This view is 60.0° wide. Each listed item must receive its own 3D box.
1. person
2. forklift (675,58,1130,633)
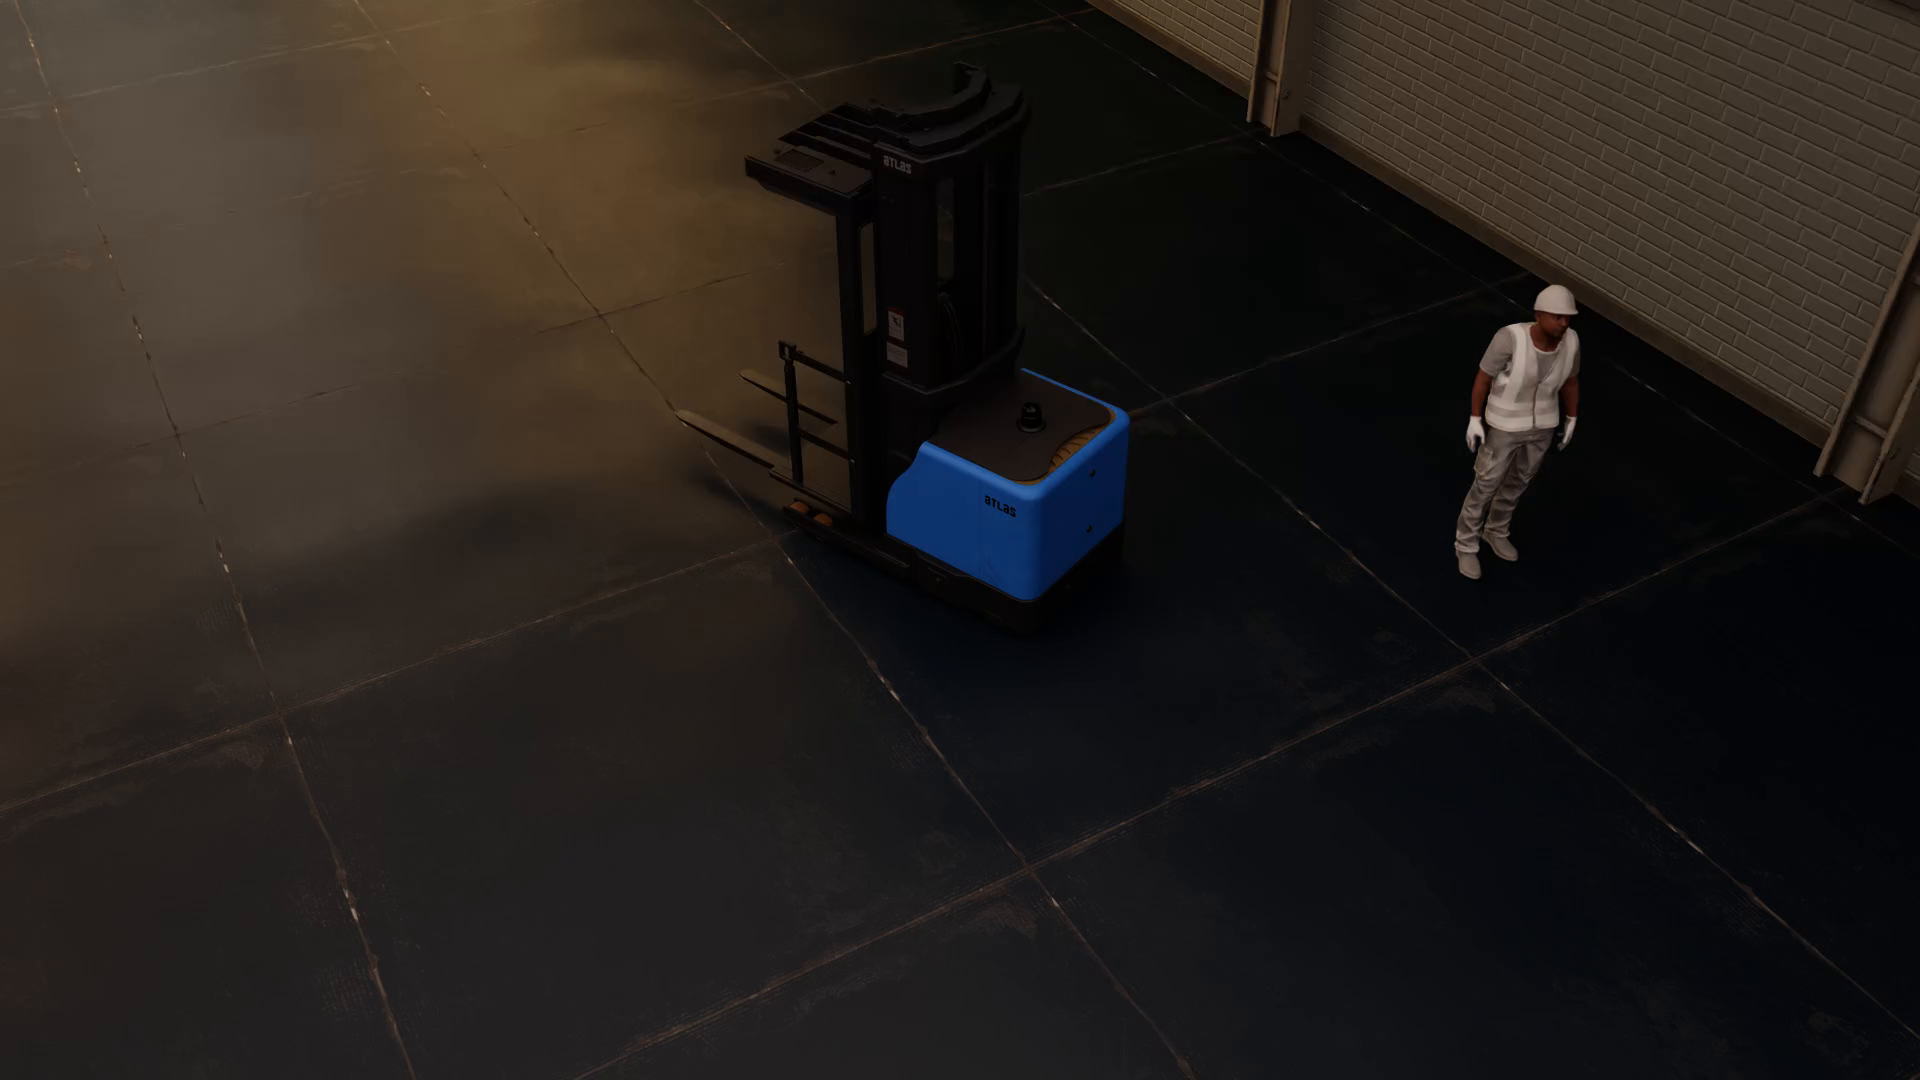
[{"bbox_3d":[3.294,-0.631,9.688,0.669,1.786,0.577,-6,40,-7],"label":"person"},{"bbox_3d":[-0.481,-1.366,9.683,3.031,2.935,1.130,26,46,28],"label":"forklift"}]
